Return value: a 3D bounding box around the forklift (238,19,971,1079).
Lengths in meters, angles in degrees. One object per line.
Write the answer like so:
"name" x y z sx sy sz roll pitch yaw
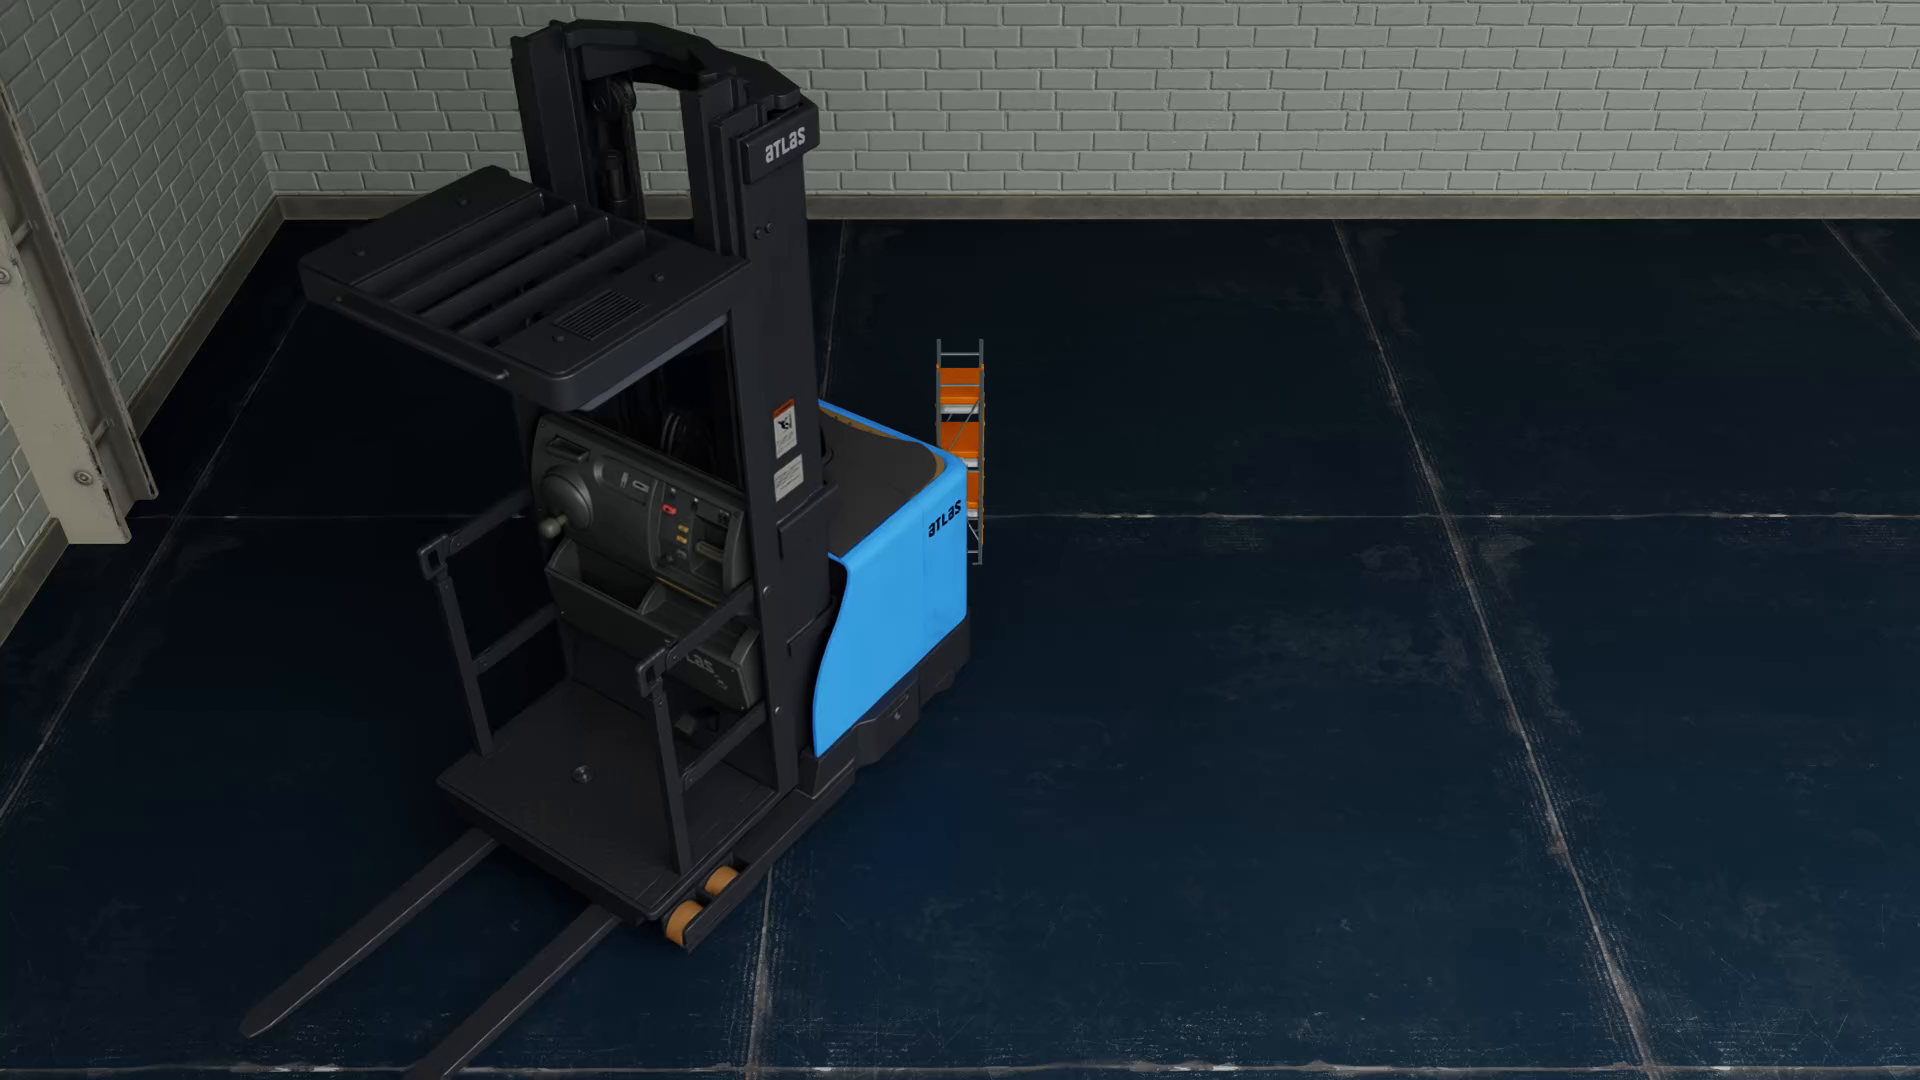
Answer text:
"forklift" -1.211 -0.035 5.450 1.130 2.935 3.031 24 44 27

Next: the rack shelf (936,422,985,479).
"rack shelf" 0.000 -0.368 7.387 0.215 0.259 0.240 0 39 0

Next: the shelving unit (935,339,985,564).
"shelving unit" 0.000 -0.376 7.380 0.215 1.050 0.252 0 39 0

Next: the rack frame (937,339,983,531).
"rack frame" 0.000 -0.453 7.475 0.200 1.050 0.008 0 39 0

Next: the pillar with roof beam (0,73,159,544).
"pillar with roof beam" 0.281 -3.622 5.074 9.100 9.000 0.400 0 39 0

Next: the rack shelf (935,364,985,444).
"rack shelf" 0.000 -0.589 7.209 0.215 0.259 0.240 0 39 0

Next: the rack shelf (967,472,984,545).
"rack shelf" 0.000 -0.151 7.560 0.215 0.259 0.240 0 39 0

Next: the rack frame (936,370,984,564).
"rack frame" 0.000 -0.300 7.285 0.200 1.050 0.008 0 39 0
